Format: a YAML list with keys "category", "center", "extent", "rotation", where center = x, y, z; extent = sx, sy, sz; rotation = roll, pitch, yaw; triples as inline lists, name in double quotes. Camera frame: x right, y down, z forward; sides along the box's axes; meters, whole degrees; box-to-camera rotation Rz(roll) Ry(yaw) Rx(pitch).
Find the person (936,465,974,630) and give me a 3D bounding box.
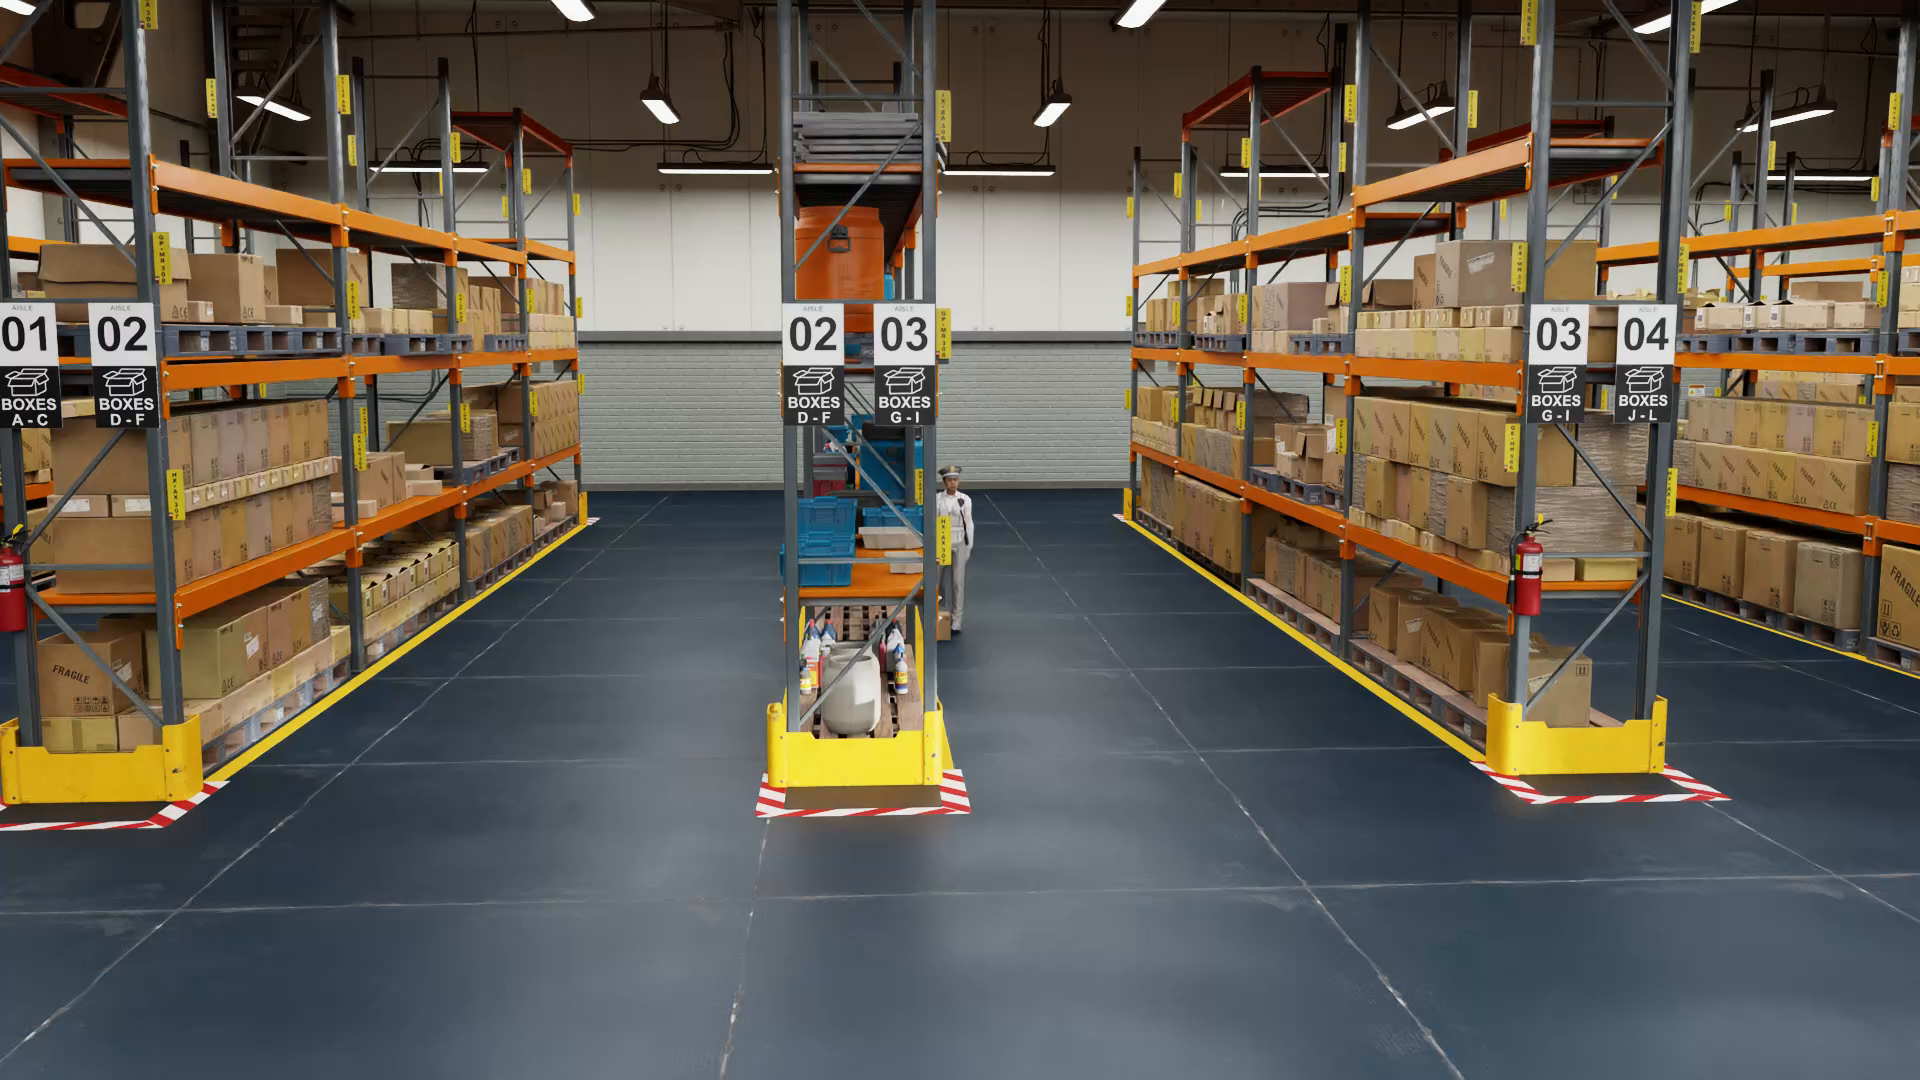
- category: "person"
  center: [-0.108, 0.059, 17.095]
  extent: [0.481, 1.653, 0.843]
  rotation: [1, 7, 7]
